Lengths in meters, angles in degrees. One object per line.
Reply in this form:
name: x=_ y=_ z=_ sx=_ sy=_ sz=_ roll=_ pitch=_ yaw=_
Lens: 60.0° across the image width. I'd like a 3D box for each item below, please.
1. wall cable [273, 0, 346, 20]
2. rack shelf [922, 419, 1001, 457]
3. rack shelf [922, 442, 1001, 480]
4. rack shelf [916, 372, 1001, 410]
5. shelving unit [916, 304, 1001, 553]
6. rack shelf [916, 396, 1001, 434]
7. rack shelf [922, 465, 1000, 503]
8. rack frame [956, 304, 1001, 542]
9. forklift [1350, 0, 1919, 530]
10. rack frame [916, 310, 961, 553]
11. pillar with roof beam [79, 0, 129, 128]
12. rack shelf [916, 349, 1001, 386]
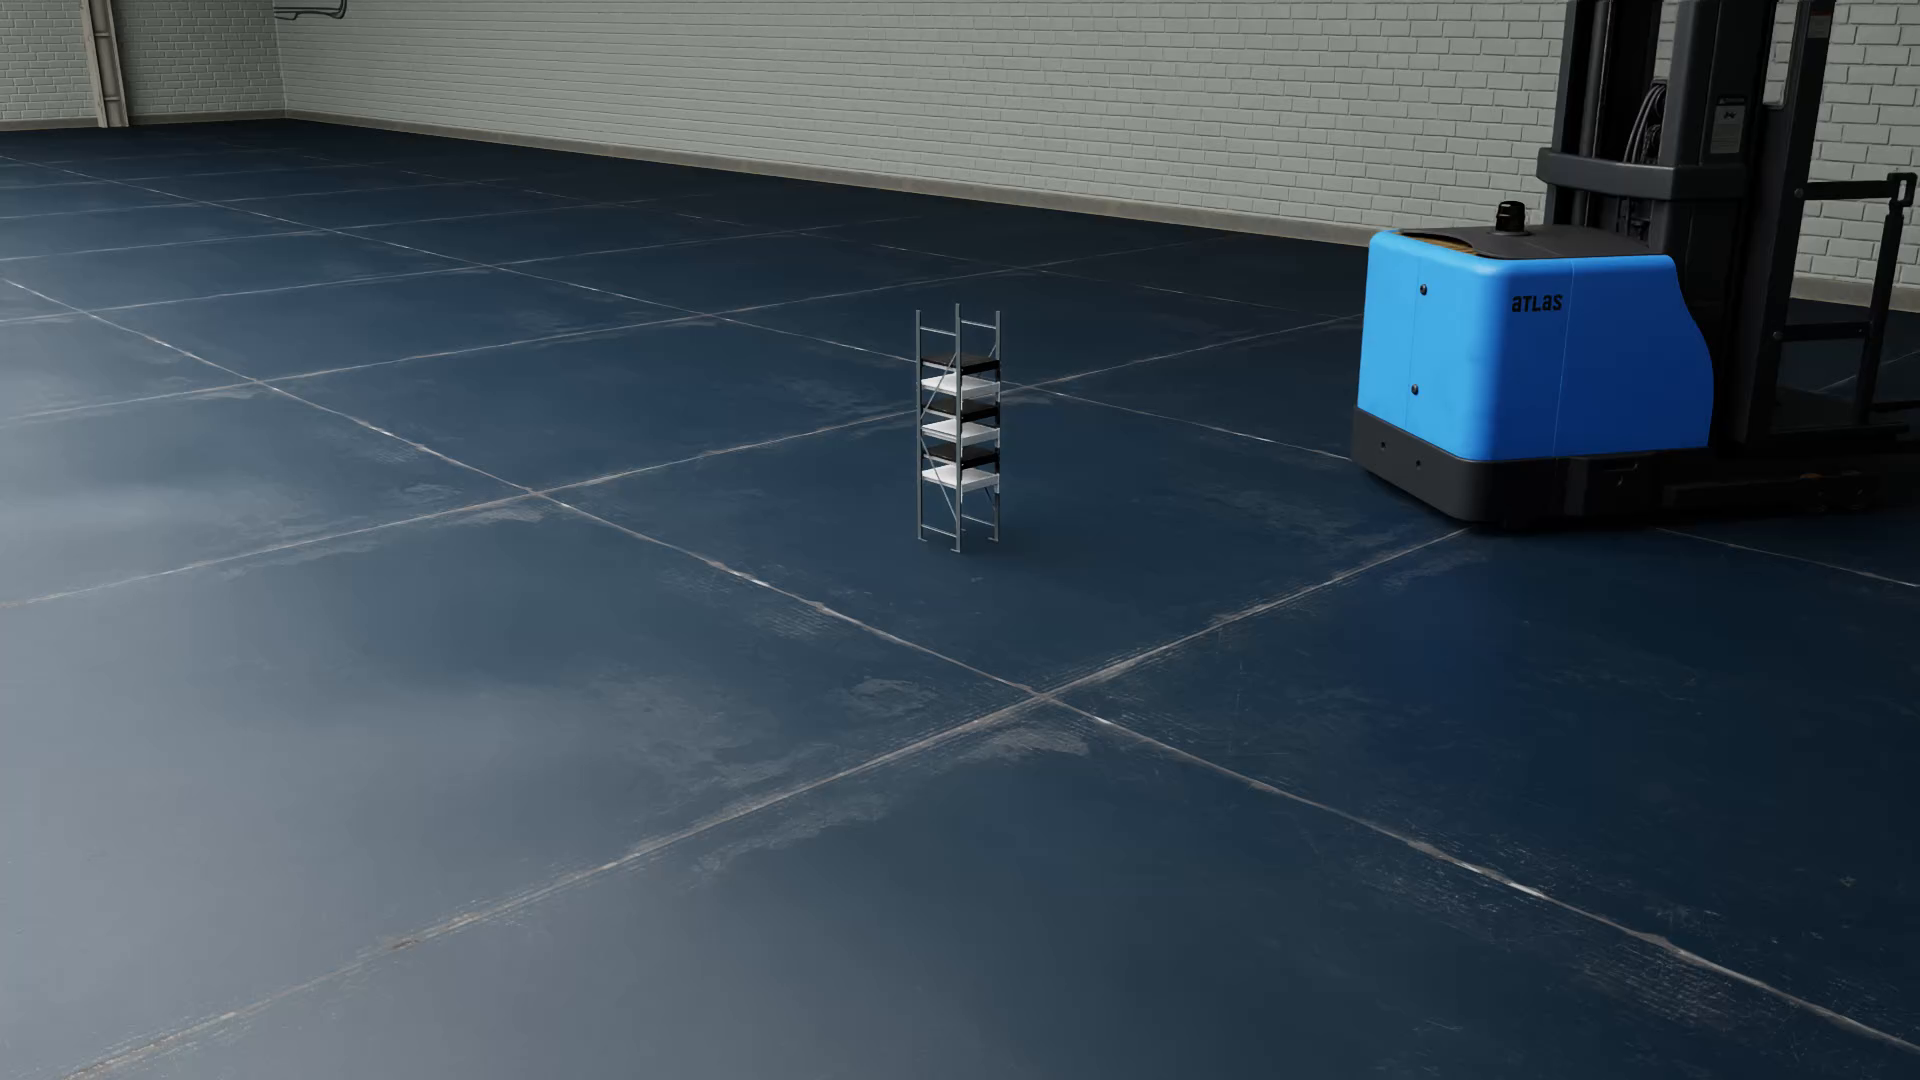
wall cable: x=-11.114 y=-10.053 z=27.935 sx=0.112 sy=2.526 sz=3.097 roll=-16 pitch=24 yaw=-41
rack shelf: x=-0.006 y=-0.395 z=6.351 sx=0.200 sy=0.077 sz=0.258 roll=-16 pitch=24 yaw=-41
rack shelf: x=-0.006 y=-0.309 z=6.379 sx=0.200 sy=0.077 sz=0.258 roll=-16 pitch=24 yaw=-41
rack shelf: x=-0.006 y=-0.566 z=6.295 sx=0.200 sy=0.077 sz=0.258 roll=-16 pitch=24 yaw=-41
shelving unit: x=-0.006 y=-0.426 z=6.341 sx=0.210 sy=0.900 sz=0.258 roll=-16 pitch=24 yaw=-41
rack shelf: x=-0.006 y=-0.480 z=6.323 sx=0.200 sy=0.077 sz=0.258 roll=-16 pitch=24 yaw=-41
rack shelf: x=-0.006 y=-0.223 z=6.406 sx=0.200 sy=0.077 sz=0.258 roll=-16 pitch=24 yaw=-41
rack frame: x=0.068 y=-0.448 z=6.407 sx=0.006 sy=0.900 sz=0.240 roll=-16 pitch=24 yaw=-41
forklift: x=3.298 y=-1.656 z=6.841 sx=3.031 sy=2.935 sz=1.130 roll=-4 pitch=18 yaw=-13
rack frame: x=-0.080 y=-0.405 z=6.274 sx=0.006 sy=0.900 sz=0.240 roll=-16 pitch=24 yaw=-41
pillar with roof beam: x=-11.205 y=-10.237 z=23.469 sx=0.400 sy=9.000 sz=9.100 roll=-16 pitch=24 yaw=-41
rack shelf: x=-0.006 y=-0.651 z=6.268 sx=0.200 sy=0.077 sz=0.258 roll=-16 pitch=24 yaw=-41
